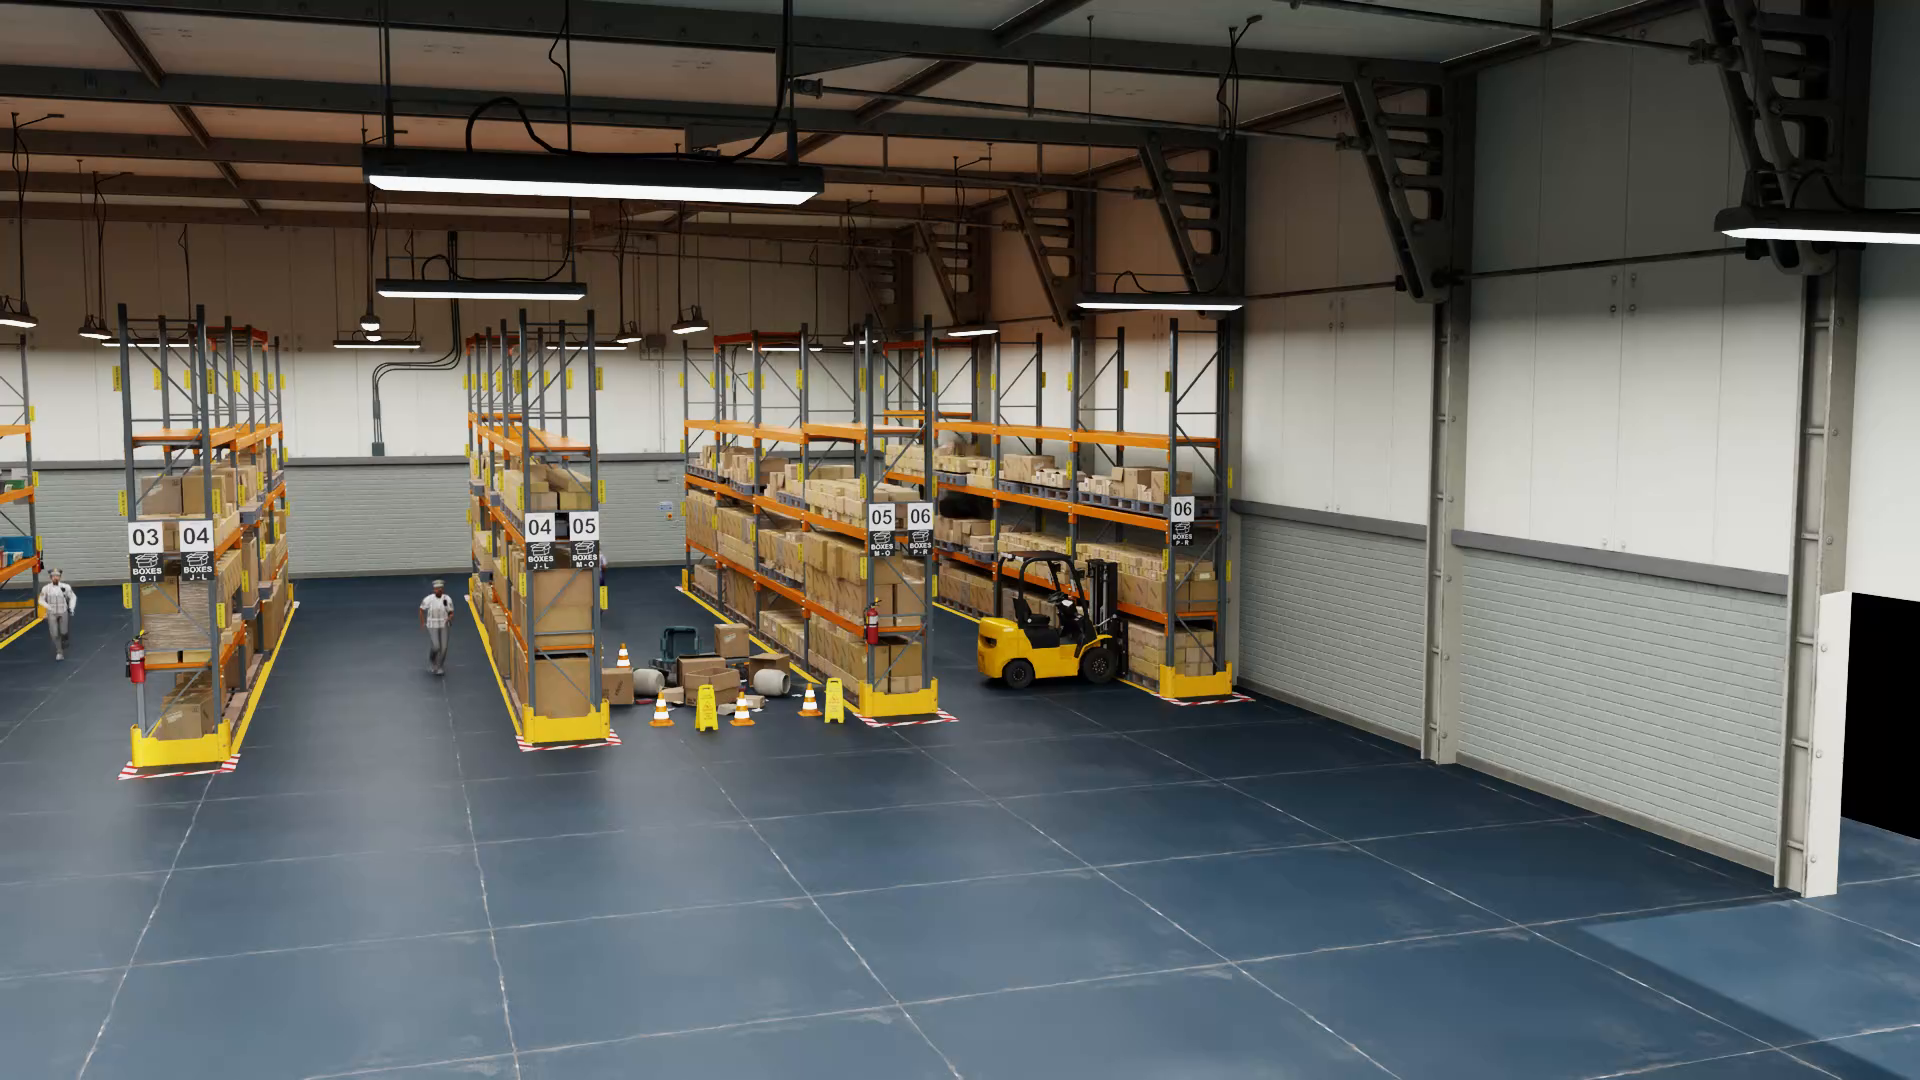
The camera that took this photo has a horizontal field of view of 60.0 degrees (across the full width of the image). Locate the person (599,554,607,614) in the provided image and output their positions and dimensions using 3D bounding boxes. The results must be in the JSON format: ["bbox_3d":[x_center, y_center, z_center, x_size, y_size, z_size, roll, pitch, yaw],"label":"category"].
[{"bbox_3d":[-7.964,0.883,36.017,0.628,1.447,0.785,-2,6,-17],"label":"person"}]

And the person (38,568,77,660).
[{"bbox_3d":[-16.330,1.333,30.104,0.611,1.658,0.536,-3,6,-27],"label":"person"}]

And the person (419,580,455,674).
[{"bbox_3d":[-8.892,1.487,28.341,0.558,1.640,0.657,-3,6,-28],"label":"person"}]
